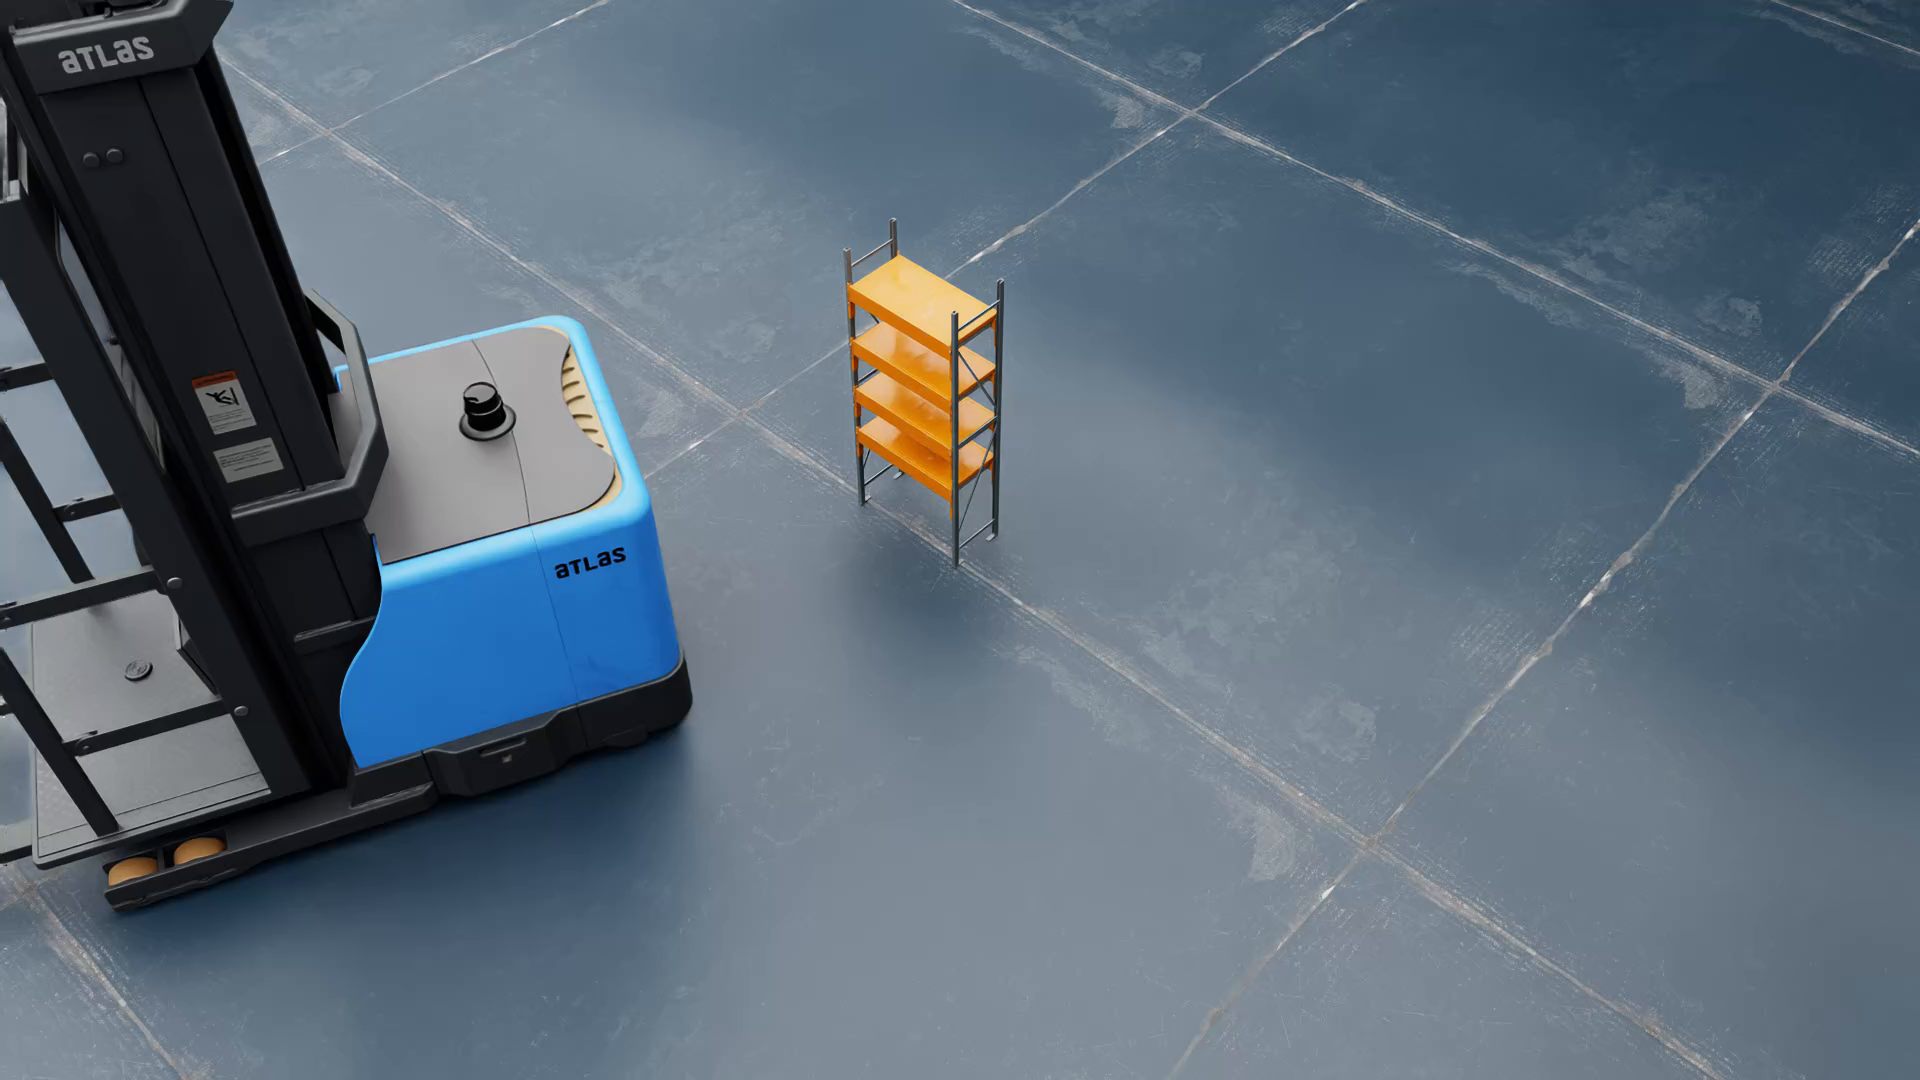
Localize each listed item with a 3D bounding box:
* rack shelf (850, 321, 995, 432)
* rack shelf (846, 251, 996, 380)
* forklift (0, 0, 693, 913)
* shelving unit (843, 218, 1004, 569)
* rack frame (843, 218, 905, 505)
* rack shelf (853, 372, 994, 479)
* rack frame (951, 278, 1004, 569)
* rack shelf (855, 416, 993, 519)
[{"bbox_3d":[-0.122,-0.600,5.775,0.480,0.148,0.258,34,55,28],"label":"rack shelf"},{"bbox_3d":[-0.122,-0.762,5.603,0.480,0.148,0.258,34,55,28],"label":"rack shelf"},{"bbox_3d":[-2.475,-0.301,4.523,3.031,2.935,1.130,-16,49,-15],"label":"forklift"},{"bbox_3d":[-0.122,-0.493,5.889,0.503,1.200,0.258,34,55,28],"label":"shelving unit"},{"bbox_3d":[-0.301,-0.613,6.003,0.015,1.200,0.240,34,55,28],"label":"rack frame"},{"bbox_3d":[-0.122,-0.446,5.938,0.480,0.148,0.258,34,55,28],"label":"rack shelf"},{"bbox_3d":[0.058,-0.372,5.776,0.015,1.200,0.240,34,55,28],"label":"rack frame"},{"bbox_3d":[-0.122,-0.311,6.083,0.480,0.148,0.258,34,55,28],"label":"rack shelf"}]
